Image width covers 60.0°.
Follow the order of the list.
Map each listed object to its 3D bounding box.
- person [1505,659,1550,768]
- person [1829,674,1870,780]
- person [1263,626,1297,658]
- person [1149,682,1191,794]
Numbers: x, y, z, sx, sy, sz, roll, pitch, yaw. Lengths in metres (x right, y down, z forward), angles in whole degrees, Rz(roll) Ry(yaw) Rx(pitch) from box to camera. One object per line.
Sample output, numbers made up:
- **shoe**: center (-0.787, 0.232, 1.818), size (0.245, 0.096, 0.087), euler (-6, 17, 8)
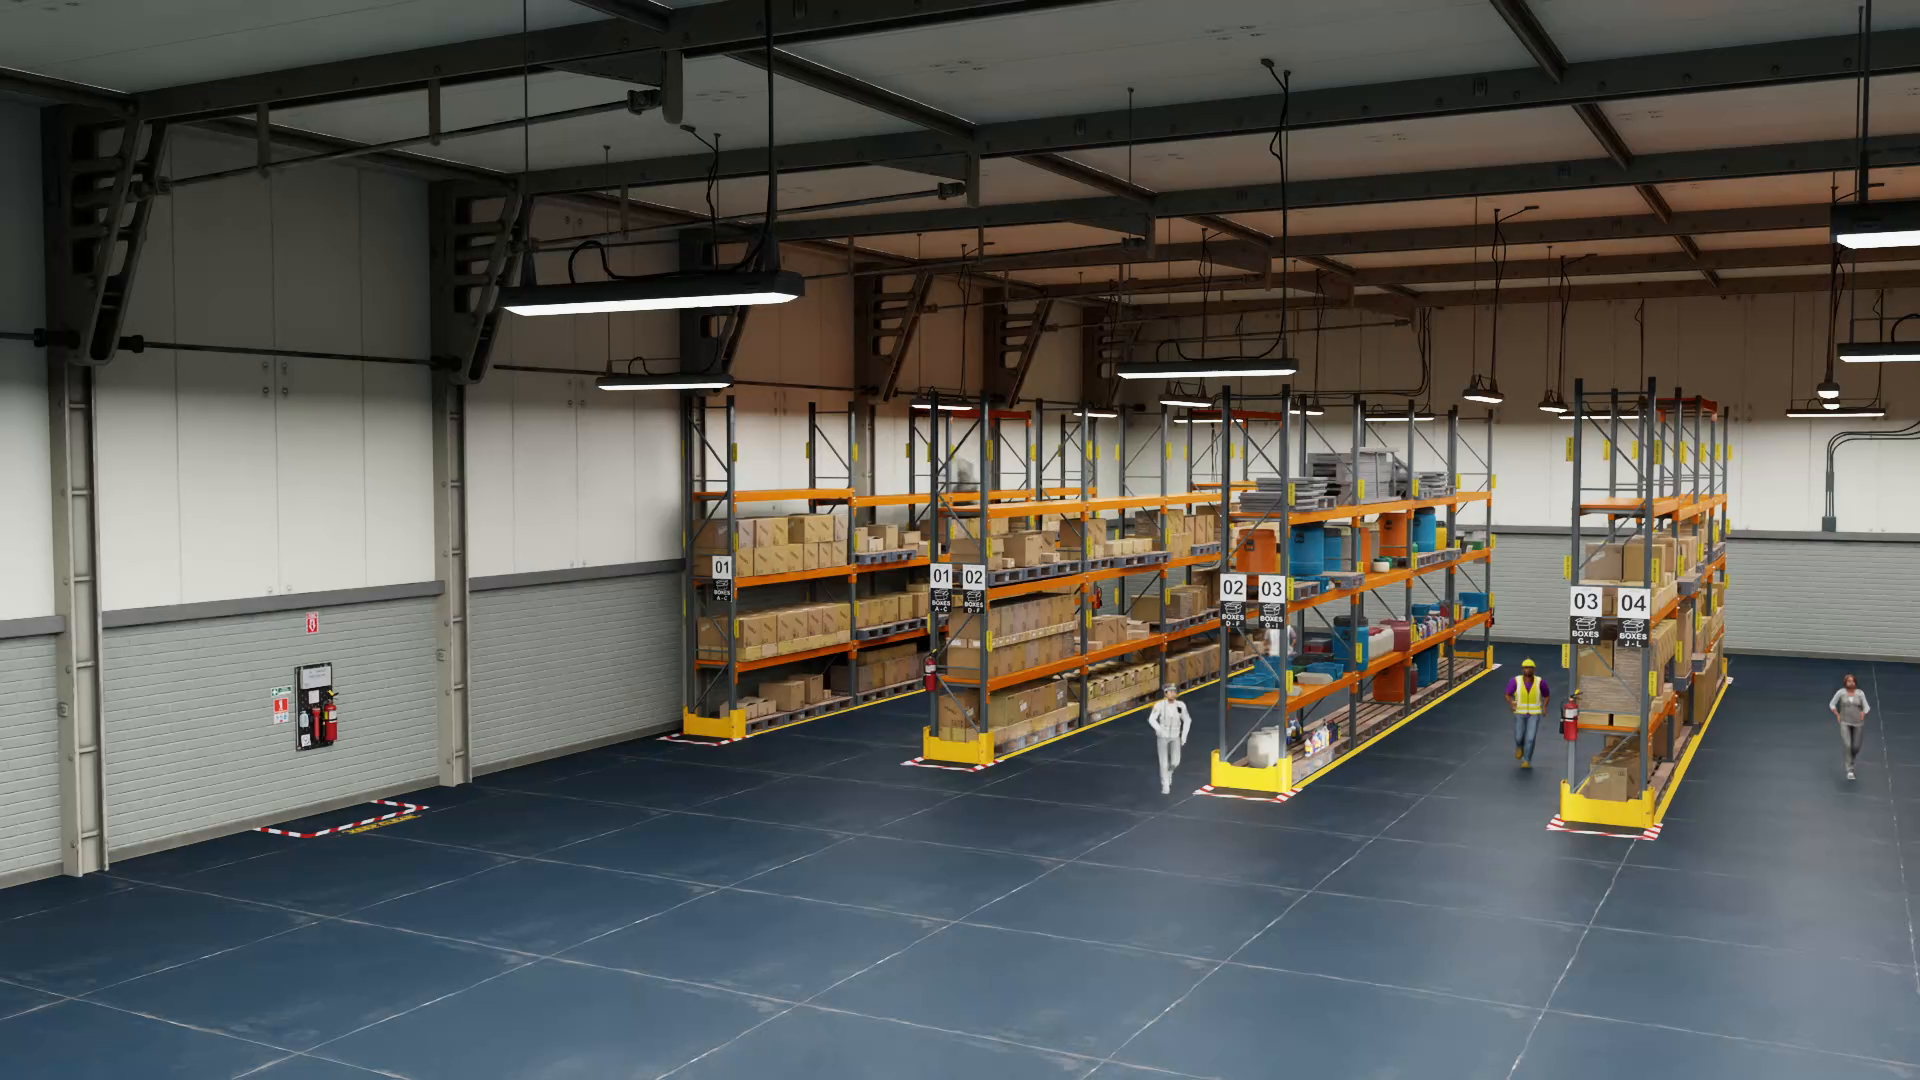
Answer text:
- **person**: center (9.018, 2.748, 26.428), size (0.690, 1.722, 0.606), euler (1, 3, 17)
- **person**: center (13.706, 2.854, 25.629), size (0.550, 1.586, 0.754), euler (1, 3, 22)
- **person**: center (6.497, 2.335, 33.822), size (0.667, 1.737, 0.605), euler (1, 3, 16)
- **person**: center (3.093, 2.907, 24.406), size (0.639, 1.655, 0.505), euler (0, 3, -1)
